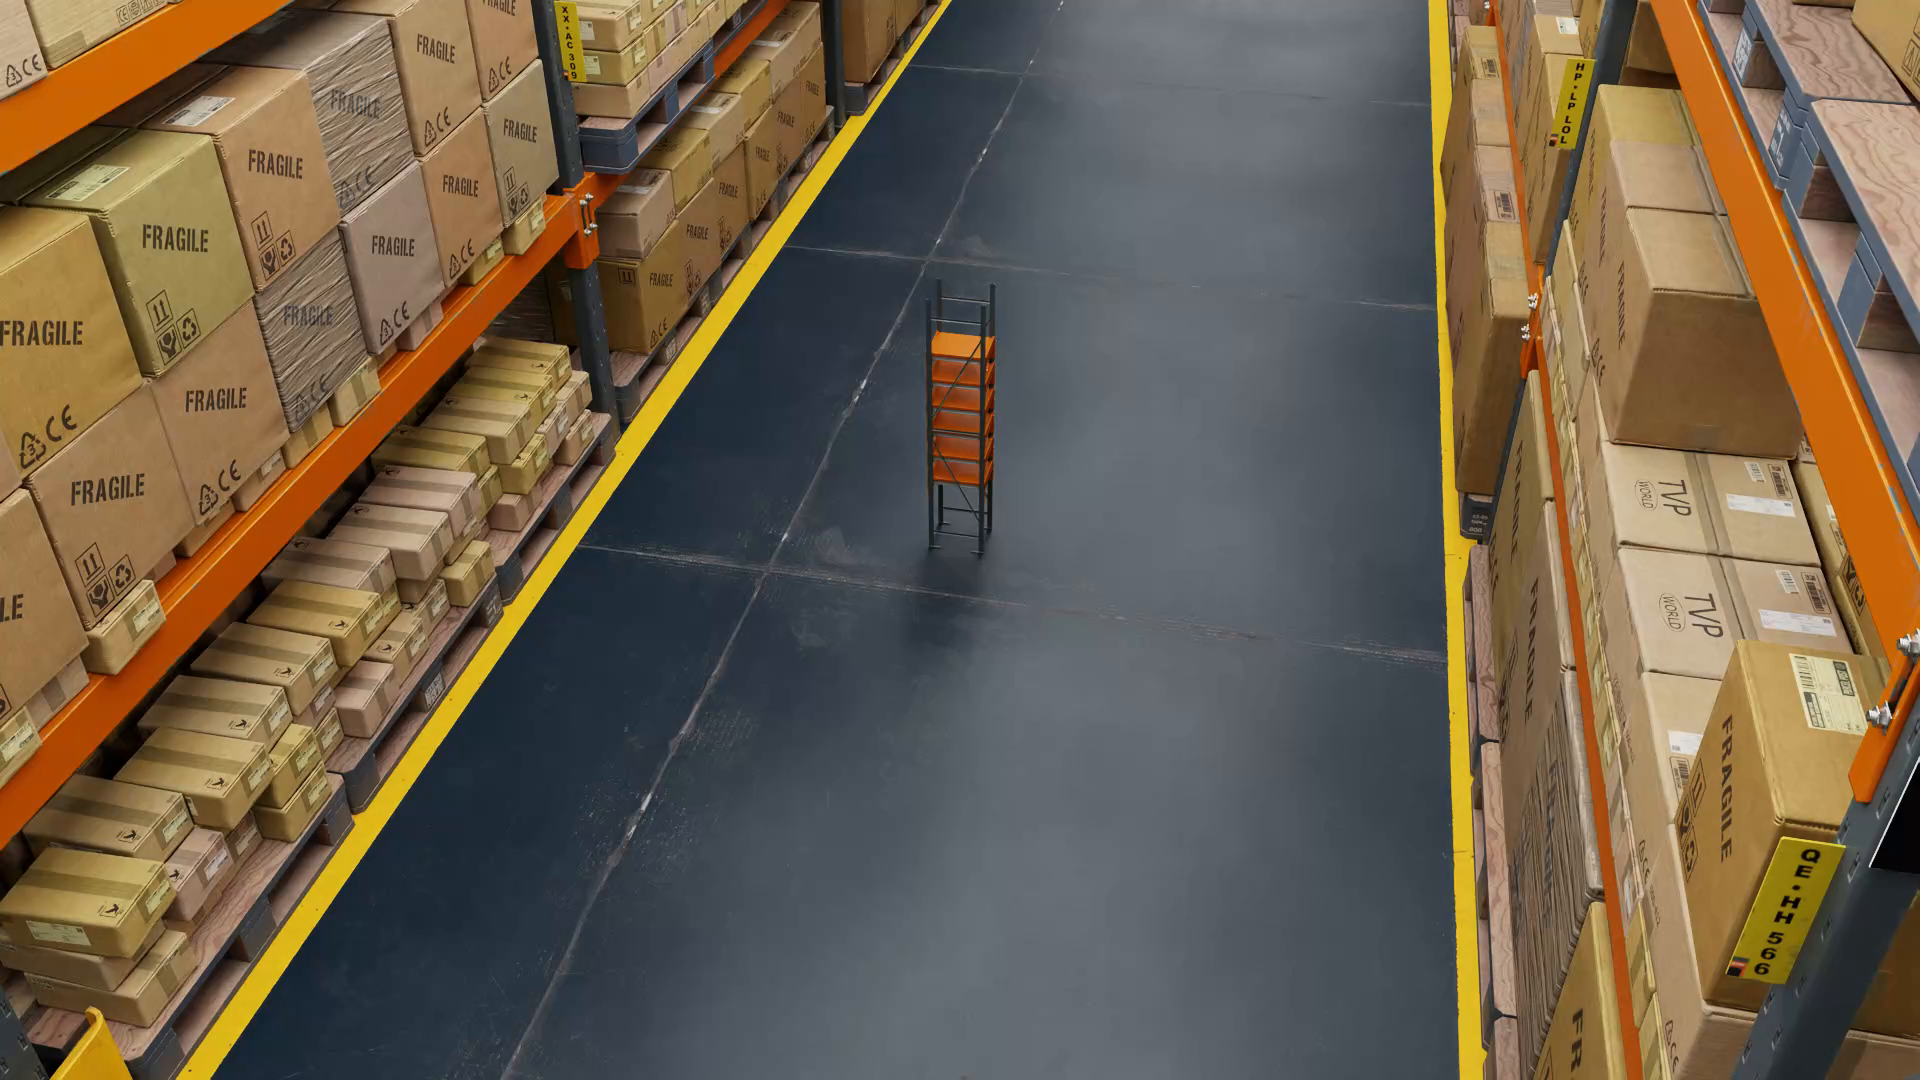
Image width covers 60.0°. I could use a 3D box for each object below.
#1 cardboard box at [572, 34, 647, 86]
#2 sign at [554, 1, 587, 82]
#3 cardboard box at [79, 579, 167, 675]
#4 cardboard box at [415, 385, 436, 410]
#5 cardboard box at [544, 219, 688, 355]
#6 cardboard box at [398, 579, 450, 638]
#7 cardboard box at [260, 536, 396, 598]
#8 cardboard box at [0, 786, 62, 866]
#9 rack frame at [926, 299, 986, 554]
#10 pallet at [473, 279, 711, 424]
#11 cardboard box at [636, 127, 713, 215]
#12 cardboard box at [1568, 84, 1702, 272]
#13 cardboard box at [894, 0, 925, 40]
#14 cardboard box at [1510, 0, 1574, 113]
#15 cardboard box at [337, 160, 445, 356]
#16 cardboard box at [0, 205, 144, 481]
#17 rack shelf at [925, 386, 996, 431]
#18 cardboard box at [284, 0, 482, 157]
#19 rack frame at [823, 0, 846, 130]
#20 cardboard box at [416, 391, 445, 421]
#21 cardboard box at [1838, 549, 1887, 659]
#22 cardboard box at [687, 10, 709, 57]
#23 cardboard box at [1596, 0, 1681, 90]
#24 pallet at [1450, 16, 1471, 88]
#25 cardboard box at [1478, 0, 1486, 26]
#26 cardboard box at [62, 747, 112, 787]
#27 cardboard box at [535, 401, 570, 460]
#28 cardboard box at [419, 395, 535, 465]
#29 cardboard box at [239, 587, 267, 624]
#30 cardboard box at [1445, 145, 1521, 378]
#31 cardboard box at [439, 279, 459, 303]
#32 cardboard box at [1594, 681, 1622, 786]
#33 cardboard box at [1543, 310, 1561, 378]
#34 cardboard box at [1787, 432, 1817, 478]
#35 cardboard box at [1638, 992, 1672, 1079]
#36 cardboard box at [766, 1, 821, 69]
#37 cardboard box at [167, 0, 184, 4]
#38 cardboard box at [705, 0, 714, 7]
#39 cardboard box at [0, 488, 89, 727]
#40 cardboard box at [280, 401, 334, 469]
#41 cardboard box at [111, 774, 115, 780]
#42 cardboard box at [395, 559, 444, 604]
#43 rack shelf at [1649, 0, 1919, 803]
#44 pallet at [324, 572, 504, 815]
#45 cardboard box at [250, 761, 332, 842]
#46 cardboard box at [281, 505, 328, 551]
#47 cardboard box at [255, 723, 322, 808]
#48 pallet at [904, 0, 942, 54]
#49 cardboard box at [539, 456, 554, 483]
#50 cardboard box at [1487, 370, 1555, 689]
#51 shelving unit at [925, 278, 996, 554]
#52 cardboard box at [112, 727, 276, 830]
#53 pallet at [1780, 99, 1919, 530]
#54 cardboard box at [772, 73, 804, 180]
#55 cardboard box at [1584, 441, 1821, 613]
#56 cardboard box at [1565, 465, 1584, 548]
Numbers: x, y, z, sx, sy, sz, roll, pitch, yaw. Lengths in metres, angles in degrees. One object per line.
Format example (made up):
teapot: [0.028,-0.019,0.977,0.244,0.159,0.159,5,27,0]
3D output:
cardboard box: [-1.580,-2.088,7.178,0.380,0.149,0.250,8,37,11]
sign: [-1.582,-2.018,6.741,0.100,0.325,0.005,7,37,10]
cardboard box: [-2.455,0.221,4.604,0.380,0.149,0.250,6,36,9]
cardboard box: [-2.506,-0.666,7.177,0.380,0.149,0.250,9,37,12]
cardboard box: [-1.697,-1.279,8.231,0.500,0.500,0.500,9,37,12]
cardboard box: [-2.207,0.255,6.413,0.380,0.149,0.250,8,37,11]
cardboard box: [-2.302,0.135,6.073,0.380,0.149,0.250,7,37,10]
cardboard box: [-2.993,0.833,5.109,0.380,0.149,0.250,8,37,11]
rack frame: [-0.016,-0.442,6.837,0.240,1.200,0.006,7,37,10]
pallet: [-1.949,-1.049,8.517,1.003,0.211,1.213,7,37,10]
cardboard box: [-1.586,-1.889,8.433,0.500,0.250,0.500,8,37,11]
cardboard box: [2.358,-1.172,5.547,0.500,0.500,0.500,7,37,10]
cardboard box: [-0.858,-4.123,11.942,1.050,0.750,0.750,8,37,11]
cardboard box: [2.872,-2.264,7.733,0.500,0.500,0.500,7,37,10]
cardboard box: [-2.161,-0.997,5.731,0.500,0.500,0.500,7,37,10]
cardboard box: [-2.511,-0.518,4.218,0.500,0.500,0.500,8,37,11]
rack shelf: [0.003,-0.555,6.865,0.258,0.103,0.180,7,37,10]
cardboard box: [-2.055,-1.696,5.844,0.500,0.500,0.500,6,36,8]
rack frame: [-1.259,-4.024,10.247,1.000,3.000,0.127,7,37,10]
cardboard box: [-2.470,-0.543,7.262,0.380,0.149,0.250,8,37,10]
cardboard box: [2.434,0.053,3.857,0.500,0.500,0.500,6,36,9]
cardboard box: [-1.415,-2.414,7.881,0.380,0.149,0.250,8,37,10]
cardboard box: [2.839,-1.865,6.328,0.797,0.503,0.637,6,36,9]
pallet: [3.996,-3.361,11.707,1.003,0.211,1.213,7,37,10]
cardboard box: [3.908,-3.543,11.337,0.700,0.500,0.500,10,37,14]
cardboard box: [-3.025,0.789,5.423,0.380,0.149,0.250,6,36,8]
cardboard box: [-1.916,-0.490,7.188,0.380,0.149,0.250,6,36,8]
cardboard box: [-1.997,-0.456,6.888,0.380,0.149,0.250,7,37,10]
cardboard box: [-2.822,0.185,6.257,0.380,0.149,0.250,8,37,10]
cardboard box: [3.017,-1.243,7.862,1.225,0.875,0.875,6,36,8]
cardboard box: [-2.132,-0.990,6.274,0.380,0.149,0.250,6,36,9]
cardboard box: [1.827,0.512,4.201,0.380,0.149,0.250,7,36,9]
cardboard box: [2.266,-0.671,5.834,0.380,0.149,0.250,6,36,8]
cardboard box: [2.655,-0.236,4.893,0.500,0.250,0.500,8,37,11]
cardboard box: [1.610,1.098,3.393,0.380,0.149,0.250,8,37,11]
cardboard box: [-1.149,-3.061,10.050,0.500,0.250,0.500,6,36,9]
cardboard box: [-2.288,-1.710,4.625,0.500,0.250,0.500,7,37,10]
cardboard box: [-1.362,-2.689,8.007,0.380,0.149,0.250,9,37,12]
cardboard box: [-2.602,0.178,4.109,0.500,0.500,0.500,9,37,12]
cardboard box: [-2.295,-0.382,5.434,0.380,0.149,0.250,9,37,12]
cardboard box: [-2.923,0.774,5.697,0.380,0.149,0.250,8,37,10]
cardboard box: [-2.218,0.097,6.378,0.380,0.149,0.250,6,36,8]
rack shelf: [2.283,-0.828,3.894,1.077,0.370,4.000,7,37,10]
pallet: [-2.481,0.489,6.395,1.003,0.211,1.213,7,37,10]
cardboard box: [-2.360,0.850,5.593,0.380,0.149,0.250,8,37,11]
cardboard box: [-2.657,-0.060,6.341,0.380,0.149,0.250,6,36,8]
cardboard box: [-2.365,0.723,5.515,0.380,0.149,0.250,8,37,11]
pallet: [-0.755,-4.035,12.638,1.003,0.211,1.213,7,37,10]
cardboard box: [-2.002,-0.341,7.236,0.380,0.149,0.250,8,37,11]
cardboard box: [2.491,0.007,6.137,0.875,0.875,0.875,7,37,10]
shelving unit: [0.003,-0.494,6.909,0.258,1.200,0.189,7,37,10]
cardboard box: [-2.404,0.746,5.229,0.380,0.149,0.250,7,37,10]
pallet: [2.004,-0.364,2.715,1.003,0.211,1.213,7,37,10]
cardboard box: [-1.259,-2.475,9.881,0.500,0.500,0.500,9,37,12]
cardboard box: [2.025,-0.011,4.583,0.500,0.250,0.500,7,37,10]
cardboard box: [2.046,-0.079,5.017,0.380,0.149,0.250,8,37,11]
